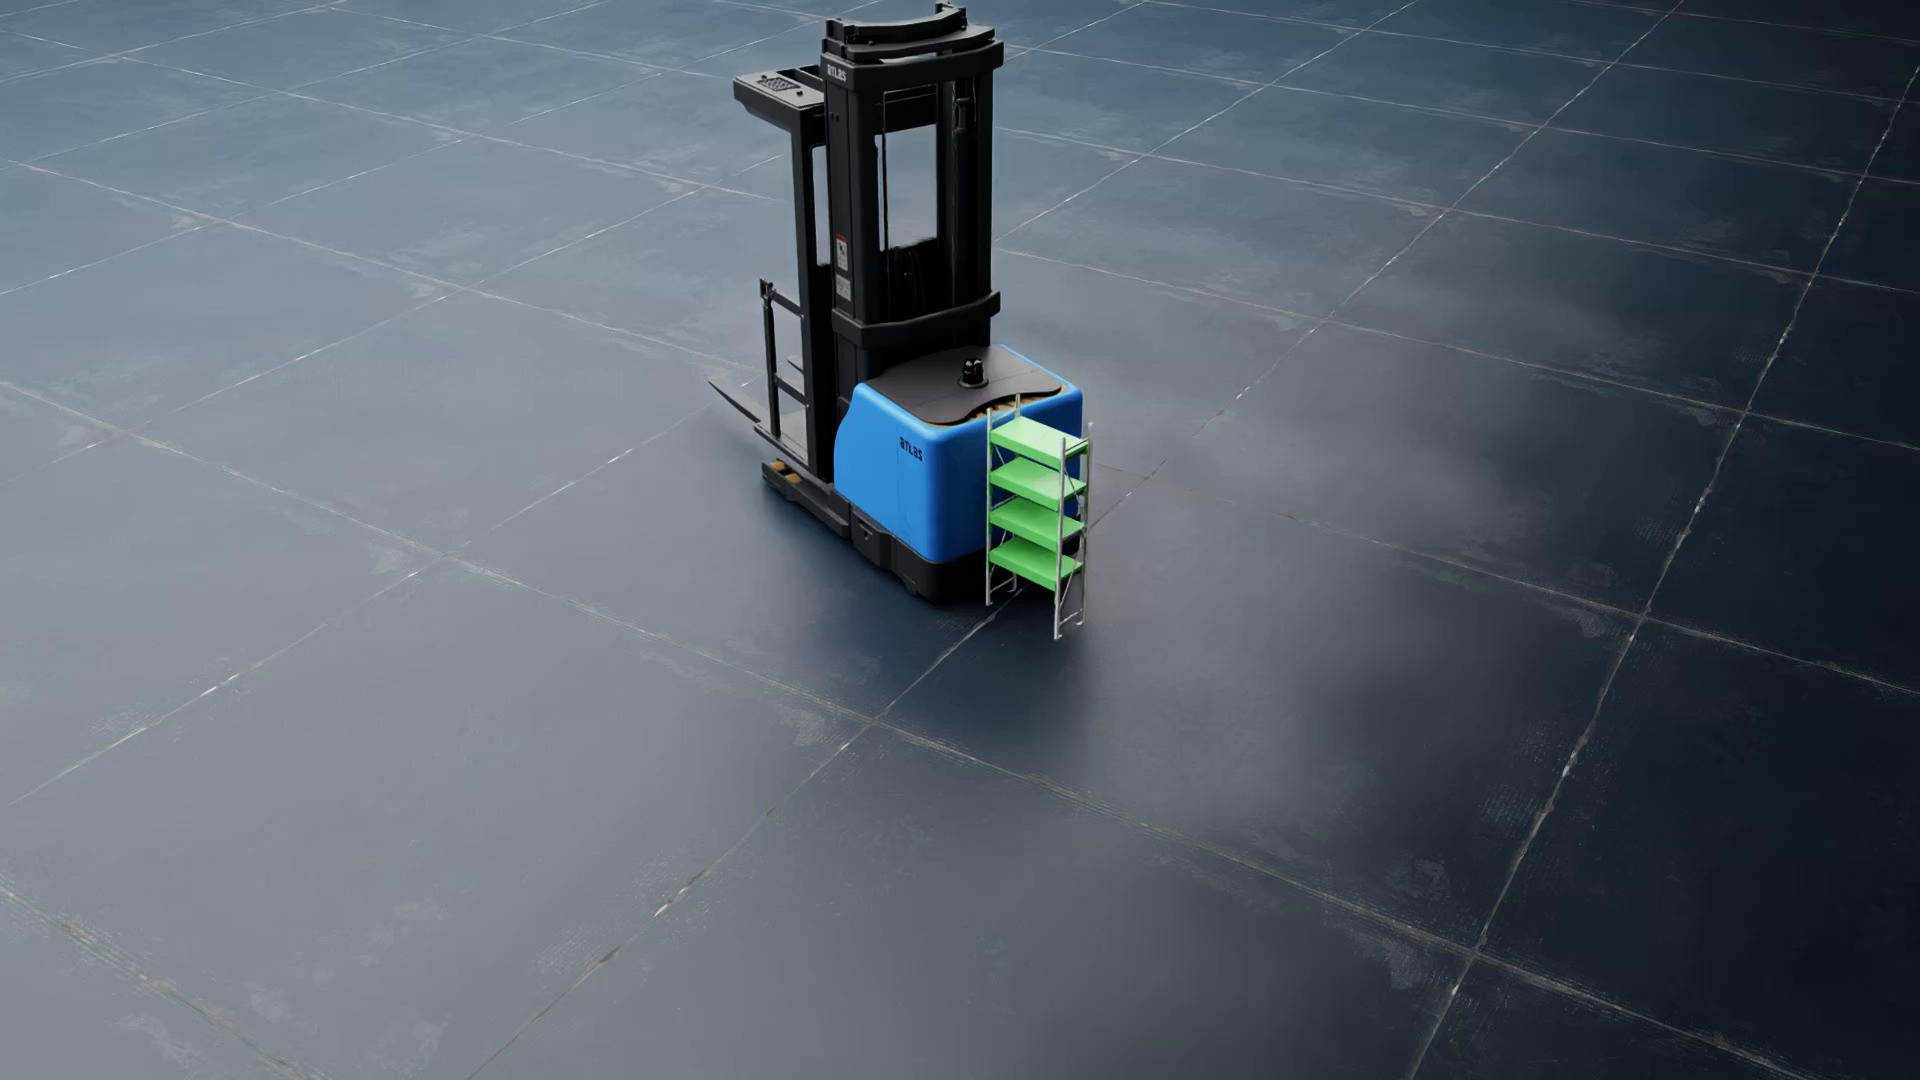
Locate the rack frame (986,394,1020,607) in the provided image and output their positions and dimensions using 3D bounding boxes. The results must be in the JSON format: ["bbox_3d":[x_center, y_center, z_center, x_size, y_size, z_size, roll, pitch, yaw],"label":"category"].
[{"bbox_3d":[0.228,-0.198,8.899,0.015,1.200,0.240,25,38,36],"label":"rack frame"}]

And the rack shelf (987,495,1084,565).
[{"bbox_3d":[0.408,-0.060,8.789,0.480,0.148,0.258,25,38,36],"label":"rack shelf"}]

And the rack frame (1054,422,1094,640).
[{"bbox_3d":[0.588,-0.032,8.614,0.015,1.200,0.240,25,38,36],"label":"rack frame"}]

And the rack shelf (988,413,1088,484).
[{"bbox_3d":[0.408,-0.474,8.547,0.480,0.148,0.258,25,38,36],"label":"rack shelf"}]

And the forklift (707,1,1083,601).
[{"bbox_3d":[-0.565,-1.629,9.633,1.130,2.935,3.031,-19,35,-29],"label":"forklift"}]

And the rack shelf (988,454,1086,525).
[{"bbox_3d":[0.408,-0.267,8.668,0.480,0.148,0.258,25,38,36],"label":"rack shelf"}]

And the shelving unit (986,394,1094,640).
[{"bbox_3d":[0.408,-0.115,8.756,0.503,1.200,0.258,25,38,36],"label":"shelving unit"}]

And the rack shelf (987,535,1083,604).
[{"bbox_3d":[0.408,0.147,8.910,0.480,0.148,0.258,25,38,36],"label":"rack shelf"}]
